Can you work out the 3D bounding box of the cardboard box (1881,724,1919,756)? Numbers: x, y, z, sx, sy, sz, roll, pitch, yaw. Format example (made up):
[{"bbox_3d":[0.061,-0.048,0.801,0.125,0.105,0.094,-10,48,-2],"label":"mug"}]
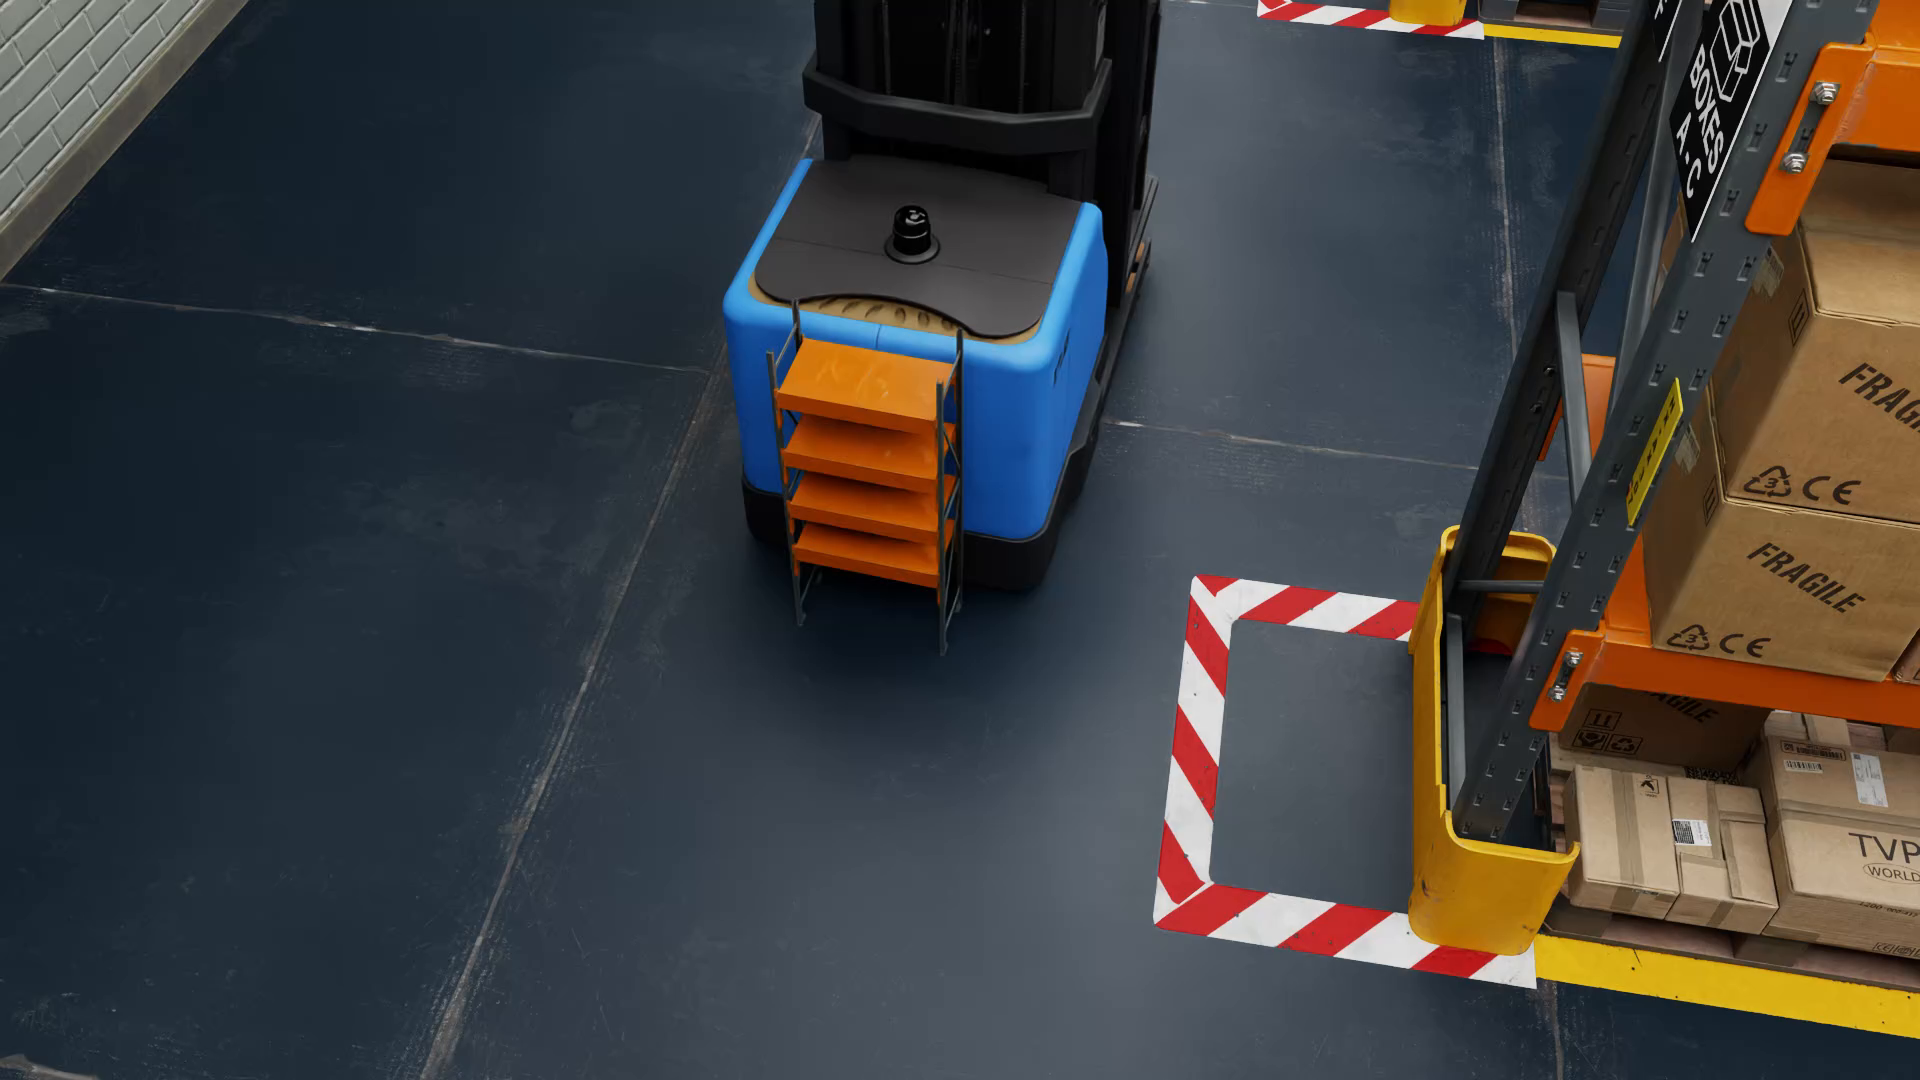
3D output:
[{"bbox_3d":[2.983,0.530,4.810,0.500,0.250,0.500,8,49,7],"label":"cardboard box"}]

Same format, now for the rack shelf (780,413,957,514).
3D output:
[{"bbox_3d":[-0.263,-0.261,4.967,0.480,0.148,0.258,11,49,10],"label":"rack shelf"}]

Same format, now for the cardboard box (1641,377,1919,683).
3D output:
[{"bbox_3d":[1.864,-0.063,3.723,0.500,0.500,0.500,9,49,8],"label":"cardboard box"}]

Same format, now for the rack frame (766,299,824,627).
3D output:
[{"bbox_3d":[-0.499,-0.202,5.125,0.015,1.200,0.240,11,49,10],"label":"rack frame"}]

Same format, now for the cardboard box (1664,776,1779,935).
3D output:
[{"bbox_3d":[2.071,0.859,4.571,0.250,0.166,0.380,8,49,7],"label":"cardboard box"}]

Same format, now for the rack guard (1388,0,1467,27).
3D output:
[{"bbox_3d":[2.333,-3.064,8.167,0.348,0.500,1.175,8,49,7],"label":"rack guard"}]

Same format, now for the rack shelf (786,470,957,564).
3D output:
[{"bbox_3d":[-0.263,-0.111,5.134,0.480,0.148,0.258,11,49,10],"label":"rack shelf"}]

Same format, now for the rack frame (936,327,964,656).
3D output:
[{"bbox_3d":[-0.027,-0.110,5.042,0.015,1.200,0.240,11,49,10],"label":"rack frame"}]

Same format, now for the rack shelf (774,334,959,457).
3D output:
[{"bbox_3d":[-0.263,-0.419,4.791,0.480,0.148,0.258,11,49,10],"label":"rack shelf"}]

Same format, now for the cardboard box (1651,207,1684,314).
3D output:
[{"bbox_3d":[1.963,-0.454,4.075,0.500,0.500,0.500,9,49,8],"label":"cardboard box"}]

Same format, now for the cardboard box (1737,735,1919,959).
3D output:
[{"bbox_3d":[2.451,0.837,4.534,0.500,0.250,0.500,8,49,7],"label":"cardboard box"}]

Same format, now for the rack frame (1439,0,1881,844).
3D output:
[{"bbox_3d":[1.474,-0.281,3.986,0.127,3.000,1.000,8,49,7],"label":"rack frame"}]

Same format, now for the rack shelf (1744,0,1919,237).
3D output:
[{"bbox_3d":[3.442,-0.779,2.900,4.000,0.370,1.077,8,49,7],"label":"rack shelf"}]

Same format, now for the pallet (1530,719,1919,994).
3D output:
[{"bbox_3d":[2.334,0.766,4.920,1.213,0.211,1.003,8,49,7],"label":"pallet"}]

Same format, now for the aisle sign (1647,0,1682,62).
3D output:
[{"bbox_3d":[1.462,-1.383,3.229,0.004,0.787,0.394,8,49,7],"label":"aisle sign"}]

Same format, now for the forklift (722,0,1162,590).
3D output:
[{"bbox_3d":[0.139,-1.935,5.518,1.130,2.935,3.031,11,49,10],"label":"forklift"}]

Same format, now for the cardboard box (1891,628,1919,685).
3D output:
[{"bbox_3d":[2.373,0.002,3.665,0.500,0.500,0.500,7,48,6],"label":"cardboard box"}]

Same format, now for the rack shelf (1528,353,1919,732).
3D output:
[{"bbox_3d":[3.442,0.224,4.016,4.000,0.370,1.077,8,49,7],"label":"rack shelf"}]

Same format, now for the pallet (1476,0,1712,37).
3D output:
[{"bbox_3d":[3.164,-2.837,8.157,1.213,0.211,1.003,8,49,7],"label":"pallet"}]

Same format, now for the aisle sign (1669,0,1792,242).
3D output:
[{"bbox_3d":[1.355,-0.944,2.834,0.004,0.787,0.394,8,49,7],"label":"aisle sign"}]

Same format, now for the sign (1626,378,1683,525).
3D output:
[{"bbox_3d":[1.378,-0.173,3.307,0.005,0.325,0.100,8,49,7],"label":"sign"}]

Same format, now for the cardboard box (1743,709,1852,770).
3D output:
[{"bbox_3d":[2.436,0.530,4.866,0.250,0.166,0.380,8,49,7],"label":"cardboard box"}]

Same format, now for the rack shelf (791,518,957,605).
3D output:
[{"bbox_3d":[-0.263,0.022,5.281,0.480,0.148,0.258,11,49,10],"label":"rack shelf"}]

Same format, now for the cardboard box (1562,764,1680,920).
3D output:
[{"bbox_3d":[1.825,0.832,4.607,0.250,0.149,0.380,8,49,7],"label":"cardboard box"}]

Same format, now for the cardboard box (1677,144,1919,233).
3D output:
[{"bbox_3d":[1.961,-0.791,3.705,0.500,0.500,0.500,7,48,6],"label":"cardboard box"}]

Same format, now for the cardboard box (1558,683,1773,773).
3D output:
[{"bbox_3d":[2.053,0.299,4.849,0.500,0.500,0.500,8,49,7],"label":"cardboard box"}]

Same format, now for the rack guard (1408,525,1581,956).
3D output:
[{"bbox_3d":[1.549,0.564,4.907,0.348,0.500,1.175,8,49,7],"label":"rack guard"}]

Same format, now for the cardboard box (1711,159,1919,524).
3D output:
[{"bbox_3d":[1.864,-0.397,3.351,0.500,0.500,0.500,9,49,8],"label":"cardboard box"}]

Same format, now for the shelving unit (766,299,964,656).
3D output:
[{"bbox_3d":[-0.263,-0.156,5.083,0.503,1.200,0.258,11,49,10],"label":"shelving unit"}]
